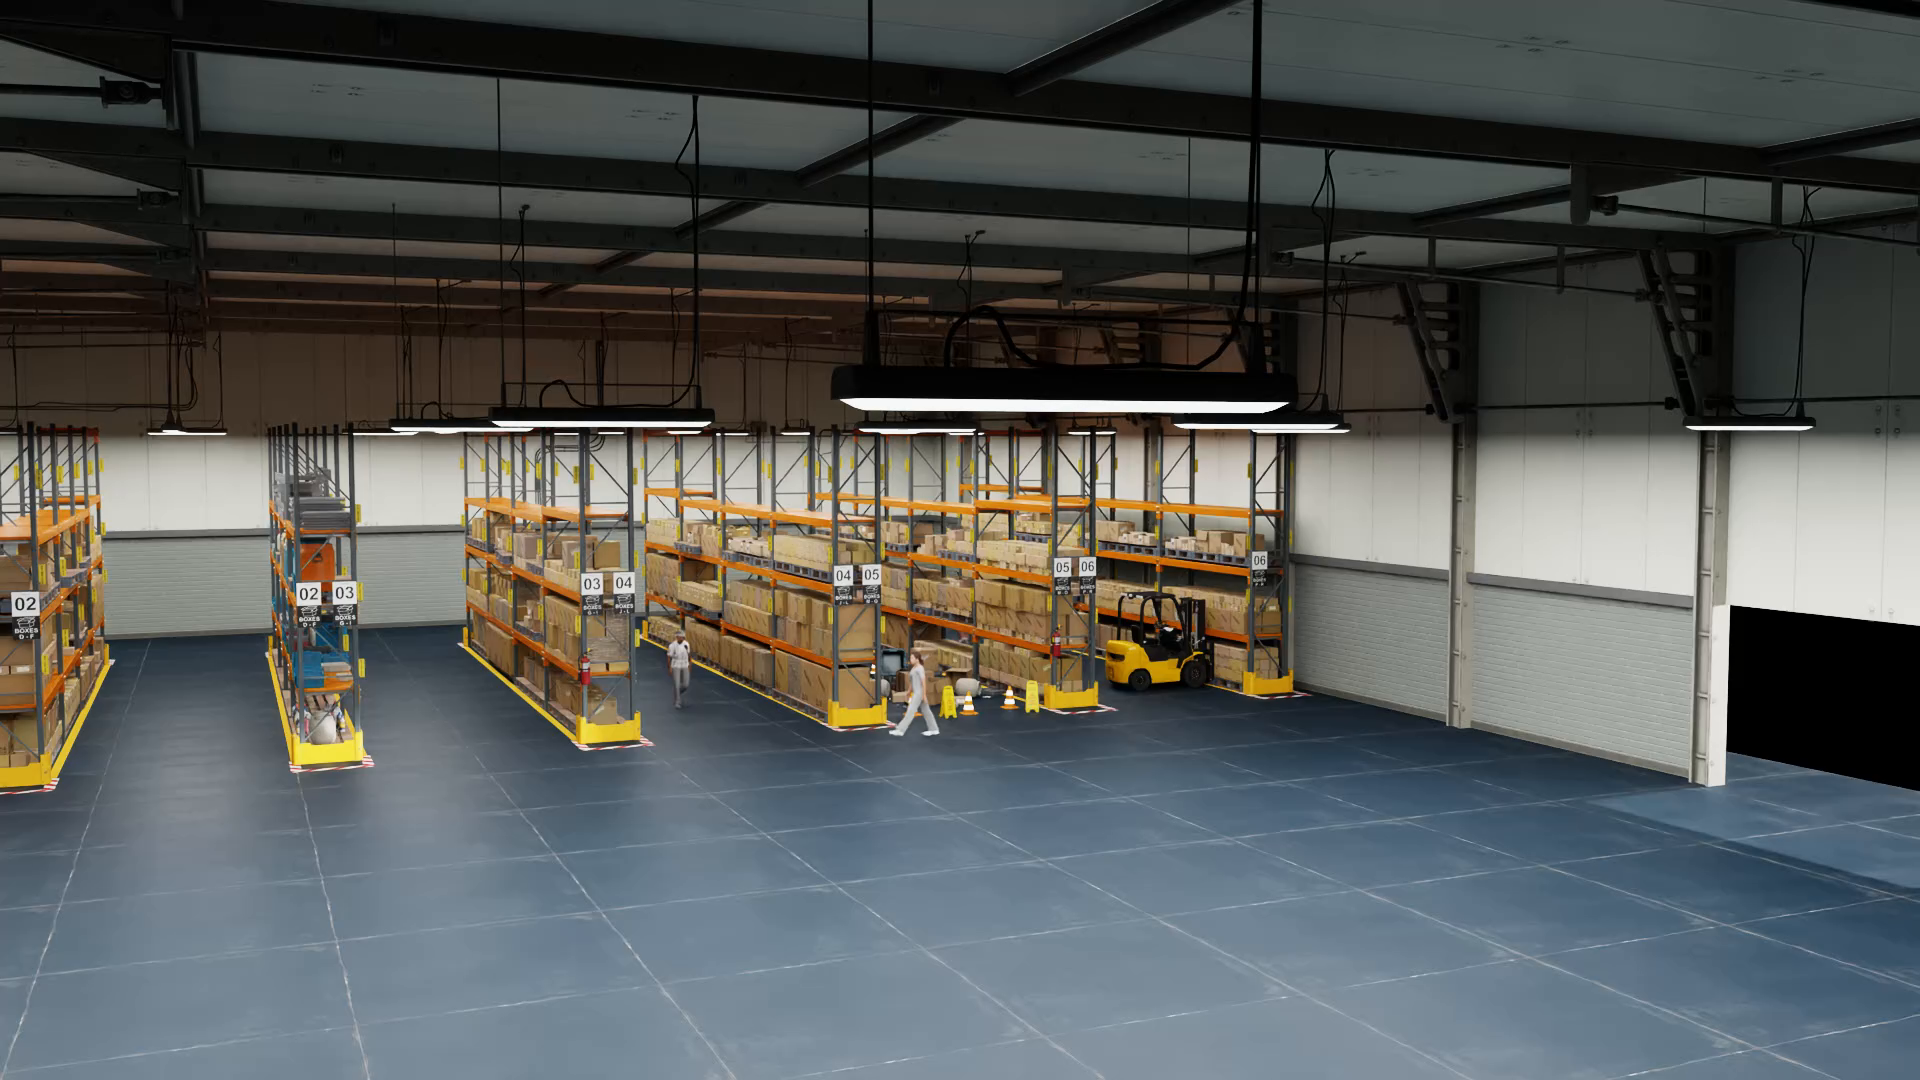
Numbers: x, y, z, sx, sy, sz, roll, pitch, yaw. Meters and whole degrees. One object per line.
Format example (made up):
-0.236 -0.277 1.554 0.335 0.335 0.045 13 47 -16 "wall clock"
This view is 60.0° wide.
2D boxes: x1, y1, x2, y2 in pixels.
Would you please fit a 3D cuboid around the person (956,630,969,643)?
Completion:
0.089 2.054 46.503 0.399 1.681 0.491 2 4 34 "person"

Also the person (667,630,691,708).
-6.023 2.736 35.575 0.540 1.656 0.555 -2 4 -29 "person"

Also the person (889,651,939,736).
-0.887 2.942 31.805 0.999 1.620 0.470 -1 4 -9 "person"
